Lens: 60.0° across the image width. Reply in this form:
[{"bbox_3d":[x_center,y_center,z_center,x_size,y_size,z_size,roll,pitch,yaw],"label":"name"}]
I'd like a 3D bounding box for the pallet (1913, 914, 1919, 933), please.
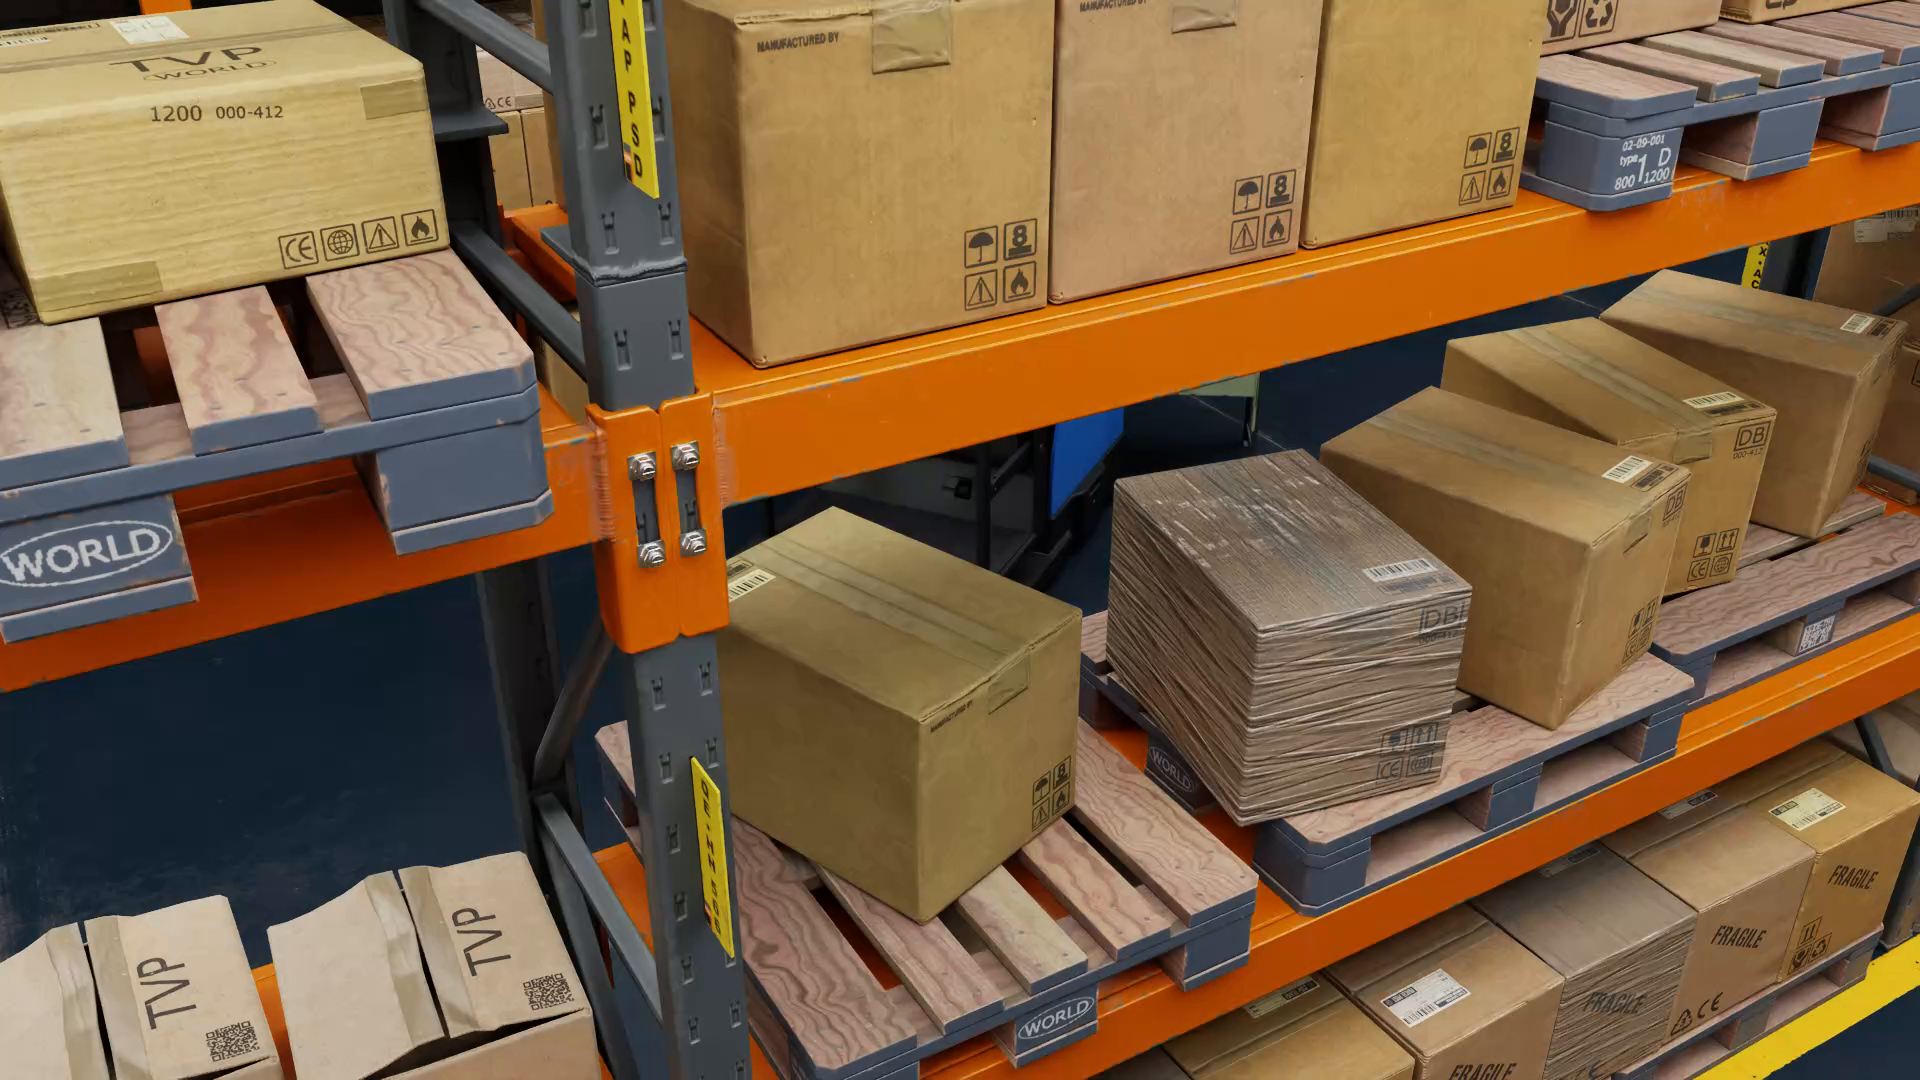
[{"bbox_3d":[3.377,0.842,6.006,1.213,0.211,1.003,-16,33,-26],"label":"pallet"}]

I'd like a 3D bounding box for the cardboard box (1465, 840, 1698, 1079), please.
[{"bbox_3d":[1.641,1.171,4.656,0.500,0.500,0.500,-15,32,-26],"label":"cardboard box"}]

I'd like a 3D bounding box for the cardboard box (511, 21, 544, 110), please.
[{"bbox_3d":[-1.763,-2.066,7.180,0.500,0.250,0.500,-16,33,-26],"label":"cardboard box"}]

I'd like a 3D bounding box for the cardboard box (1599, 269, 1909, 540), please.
[{"bbox_3d":[2.263,-0.416,4.862,0.700,0.500,0.500,22,36,34],"label":"cardboard box"}]

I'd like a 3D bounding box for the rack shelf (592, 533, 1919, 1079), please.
[{"bbox_3d":[1.060,0.593,4.315,4.000,0.370,1.077,-16,33,-26],"label":"rack shelf"}]

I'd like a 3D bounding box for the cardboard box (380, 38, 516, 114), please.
[{"bbox_3d":[-2.192,-1.942,6.956,0.500,0.250,0.500,-16,33,-27],"label":"cardboard box"}]

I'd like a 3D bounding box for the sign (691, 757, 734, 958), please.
[{"bbox_3d":[-0.380,0.491,2.557,0.005,0.325,0.100,-16,33,-26],"label":"sign"}]

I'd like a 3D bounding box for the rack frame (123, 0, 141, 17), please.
[{"bbox_3d":[-3.177,-1.295,6.992,0.127,3.000,1.000,-16,33,-26],"label":"rack frame"}]

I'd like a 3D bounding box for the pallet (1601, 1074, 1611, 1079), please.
[{"bbox_3d":[1.050,1.525,4.768,1.213,0.211,1.003,-16,33,-26],"label":"pallet"}]

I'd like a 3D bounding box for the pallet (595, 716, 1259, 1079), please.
[{"bbox_3d":[-0.115,0.657,3.654,1.003,0.211,1.213,-16,33,-26],"label":"pallet"}]

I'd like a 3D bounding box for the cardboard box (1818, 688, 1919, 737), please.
[{"bbox_3d":[3.132,0.433,5.993,0.500,0.500,0.500,-16,33,-26],"label":"cardboard box"}]

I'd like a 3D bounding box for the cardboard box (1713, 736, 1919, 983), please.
[{"bbox_3d":[2.504,0.931,5.091,0.500,0.500,0.500,-16,33,-27],"label":"cardboard box"}]

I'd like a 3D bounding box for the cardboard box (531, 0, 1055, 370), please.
[{"bbox_3d":[-0.305,-0.710,2.724,0.500,0.500,0.910,-16,33,-26],"label":"cardboard box"}]

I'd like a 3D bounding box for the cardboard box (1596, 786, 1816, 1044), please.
[{"bbox_3d":[2.074,1.048,4.878,0.500,0.500,0.500,-16,33,-26],"label":"cardboard box"}]

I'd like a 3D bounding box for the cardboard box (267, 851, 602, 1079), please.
[{"bbox_3d":[-1.000,0.878,3.148,0.500,0.311,0.500,-14,32,-23],"label":"cardboard box"}]

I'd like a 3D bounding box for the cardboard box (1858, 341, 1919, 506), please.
[{"bbox_3d":[3.086,-0.484,5.420,0.500,0.500,0.500,-15,32,-26],"label":"cardboard box"}]

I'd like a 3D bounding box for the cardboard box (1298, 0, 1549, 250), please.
[{"bbox_3d":[0.583,-0.962,3.181,0.500,0.500,0.910,-16,33,-26],"label":"cardboard box"}]

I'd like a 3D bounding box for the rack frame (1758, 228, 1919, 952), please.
[{"bbox_3d":[2.785,-0.211,5.029,0.127,3.000,1.000,-16,33,-26],"label":"rack frame"}]

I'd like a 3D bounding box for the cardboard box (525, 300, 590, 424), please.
[{"bbox_3d":[-1.718,-0.875,8.021,0.750,0.750,0.750,-16,33,-27],"label":"cardboard box"}]

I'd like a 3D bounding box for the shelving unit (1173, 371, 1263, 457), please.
[{"bbox_3d":[1.110,-1.093,8.178,0.755,1.500,0.431,2,29,3],"label":"shelving unit"}]

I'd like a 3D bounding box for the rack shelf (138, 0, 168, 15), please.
[{"bbox_3d":[-4.901,-1.804,5.554,4.000,0.370,1.077,-16,33,-26],"label":"rack shelf"}]

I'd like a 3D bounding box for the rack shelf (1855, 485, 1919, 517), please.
[{"bbox_3d":[4.509,-0.386,6.090,4.000,0.370,1.077,-16,33,-26],"label":"rack shelf"}]

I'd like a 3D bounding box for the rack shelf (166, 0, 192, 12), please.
[{"bbox_3d":[-1.452,-2.783,7.328,4.000,0.370,1.077,-16,33,-26],"label":"rack shelf"}]

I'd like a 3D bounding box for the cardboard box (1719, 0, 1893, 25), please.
[{"bbox_3d":[1.748,-1.530,3.673,0.600,0.600,0.600,-16,33,-27],"label":"cardboard box"}]

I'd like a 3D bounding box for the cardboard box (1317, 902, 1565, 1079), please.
[{"bbox_3d":[1.204,1.296,4.429,0.500,0.500,0.500,-17,33,-28],"label":"cardboard box"}]

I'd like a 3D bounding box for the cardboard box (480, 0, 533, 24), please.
[{"bbox_3d":[-2.025,-2.275,7.559,0.500,0.250,0.500,-17,33,-28],"label":"cardboard box"}]

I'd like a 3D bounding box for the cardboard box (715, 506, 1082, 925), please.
[{"bbox_3d":[-0.178,0.339,3.493,0.700,0.500,0.500,22,36,34],"label":"cardboard box"}]

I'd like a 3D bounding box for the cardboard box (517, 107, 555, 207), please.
[{"bbox_3d":[-1.744,-1.735,7.358,0.500,0.500,0.500,-16,33,-27],"label":"cardboard box"}]

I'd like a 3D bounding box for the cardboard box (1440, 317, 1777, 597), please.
[{"bbox_3d":[1.702,-0.222,4.509,0.500,0.500,0.700,-11,31,-19],"label":"cardboard box"}]

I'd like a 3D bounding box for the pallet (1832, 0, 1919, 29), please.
[{"bbox_3d":[2.187,-1.312,4.113,1.003,0.211,1.213,-16,33,-26],"label":"pallet"}]

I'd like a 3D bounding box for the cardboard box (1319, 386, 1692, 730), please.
[{"bbox_3d":[1.293,0.019,4.073,0.700,0.500,0.500,26,38,38],"label":"cardboard box"}]

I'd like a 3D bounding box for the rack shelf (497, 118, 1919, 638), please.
[{"bbox_3d":[1.060,-0.720,3.591,4.000,0.370,1.077,-16,33,-26],"label":"rack shelf"}]

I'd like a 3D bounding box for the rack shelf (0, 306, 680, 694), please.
[{"bbox_3d":[-2.388,0.259,1.816,4.000,0.370,1.077,-16,33,-26],"label":"rack shelf"}]

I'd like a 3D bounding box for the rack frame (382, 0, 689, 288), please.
[{"bbox_3d":[-0.664,-1.859,1.805,0.127,3.000,1.000,-16,33,-26],"label":"rack frame"}]

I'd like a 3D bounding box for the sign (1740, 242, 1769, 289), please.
[{"bbox_3d":[2.503,-0.815,5.226,0.005,0.325,0.100,-16,33,-26],"label":"sign"}]

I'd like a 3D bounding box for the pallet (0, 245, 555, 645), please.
[{"bbox_3d":[-1.204,-0.260,2.207,1.003,0.211,1.213,-14,32,-24],"label":"pallet"}]

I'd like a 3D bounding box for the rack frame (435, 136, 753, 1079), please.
[{"bbox_3d":[-0.664,0.768,3.254,0.127,3.000,1.000,-16,33,-26],"label":"rack frame"}]

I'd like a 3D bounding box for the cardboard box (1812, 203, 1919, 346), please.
[{"bbox_3d":[3.090,-0.925,5.183,0.500,0.500,0.500,-16,33,-26],"label":"cardboard box"}]

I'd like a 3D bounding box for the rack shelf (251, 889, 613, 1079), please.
[{"bbox_3d":[-2.388,1.572,2.541,4.000,0.370,1.077,-16,33,-26],"label":"rack shelf"}]

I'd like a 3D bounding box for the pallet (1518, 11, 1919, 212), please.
[{"bbox_3d":[1.294,-1.057,3.651,1.003,0.211,1.213,-16,33,-26],"label":"pallet"}]

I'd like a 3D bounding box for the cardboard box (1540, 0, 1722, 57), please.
[{"bbox_3d":[1.165,-1.376,3.393,0.600,0.600,0.600,-17,33,-28],"label":"cardboard box"}]

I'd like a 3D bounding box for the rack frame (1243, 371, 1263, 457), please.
[{"bbox_3d":[1.475,-1.081,8.157,0.023,1.500,0.400,2,29,3],"label":"rack frame"}]

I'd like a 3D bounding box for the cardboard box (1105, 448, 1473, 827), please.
[{"bbox_3d":[0.707,0.195,3.755,0.500,0.500,0.700,-10,30,-17],"label":"cardboard box"}]

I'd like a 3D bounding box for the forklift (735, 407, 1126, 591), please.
[{"bbox_3d":[-0.253,-1.007,6.542,1.130,2.935,3.031,12,31,21],"label":"forklift"}]

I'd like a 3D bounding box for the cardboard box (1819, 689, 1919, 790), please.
[{"bbox_3d":[3.256,0.761,5.595,0.500,0.311,0.500,-16,33,-26],"label":"cardboard box"}]

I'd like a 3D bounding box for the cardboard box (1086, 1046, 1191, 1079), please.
[{"bbox_3d":[0.322,1.547,3.975,0.500,0.500,0.500,-17,33,-28],"label":"cardboard box"}]

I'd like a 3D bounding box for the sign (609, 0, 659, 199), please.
[{"bbox_3d":[-0.390,-0.573,1.963,0.005,0.325,0.100,-16,33,-26],"label":"sign"}]

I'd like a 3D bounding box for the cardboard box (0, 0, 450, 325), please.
[{"bbox_3d":[-1.027,-0.529,2.221,0.500,0.250,0.500,-19,34,-30],"label":"cardboard box"}]

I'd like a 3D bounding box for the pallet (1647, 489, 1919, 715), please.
[{"bbox_3d":[2.040,0.023,4.803,1.213,0.211,1.003,-16,33,-26],"label":"pallet"}]

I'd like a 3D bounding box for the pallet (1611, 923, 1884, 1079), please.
[{"bbox_3d":[2.103,1.224,5.313,1.213,0.211,1.003,-16,33,-26],"label":"pallet"}]

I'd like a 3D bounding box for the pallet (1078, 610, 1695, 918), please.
[{"bbox_3d":[1.010,0.374,4.167,1.213,0.211,1.003,-16,33,-26],"label":"pallet"}]

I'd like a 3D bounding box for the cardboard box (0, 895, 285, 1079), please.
[{"bbox_3d":[-1.533,0.945,3.025,0.500,0.311,0.500,-16,33,-27],"label":"cardboard box"}]

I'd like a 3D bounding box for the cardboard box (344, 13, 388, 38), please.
[{"bbox_3d":[-2.469,-2.150,7.334,0.500,0.250,0.500,-17,33,-28],"label":"cardboard box"}]

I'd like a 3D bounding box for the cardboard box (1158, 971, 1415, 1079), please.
[{"bbox_3d":[0.757,1.426,4.193,0.500,0.500,0.500,-16,33,-27],"label":"cardboard box"}]

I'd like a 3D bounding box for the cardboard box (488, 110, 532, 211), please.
[{"bbox_3d":[-2.172,-1.614,7.139,0.500,0.500,0.500,-15,32,-25],"label":"cardboard box"}]

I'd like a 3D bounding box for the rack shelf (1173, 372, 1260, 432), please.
[{"bbox_3d":[1.110,-0.807,8.336,0.720,0.370,0.431,2,29,3],"label":"rack shelf"}]

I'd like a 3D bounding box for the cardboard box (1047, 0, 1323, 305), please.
[{"bbox_3d":[0.135,-0.835,2.951,0.500,0.500,0.910,-16,33,-26],"label":"cardboard box"}]
